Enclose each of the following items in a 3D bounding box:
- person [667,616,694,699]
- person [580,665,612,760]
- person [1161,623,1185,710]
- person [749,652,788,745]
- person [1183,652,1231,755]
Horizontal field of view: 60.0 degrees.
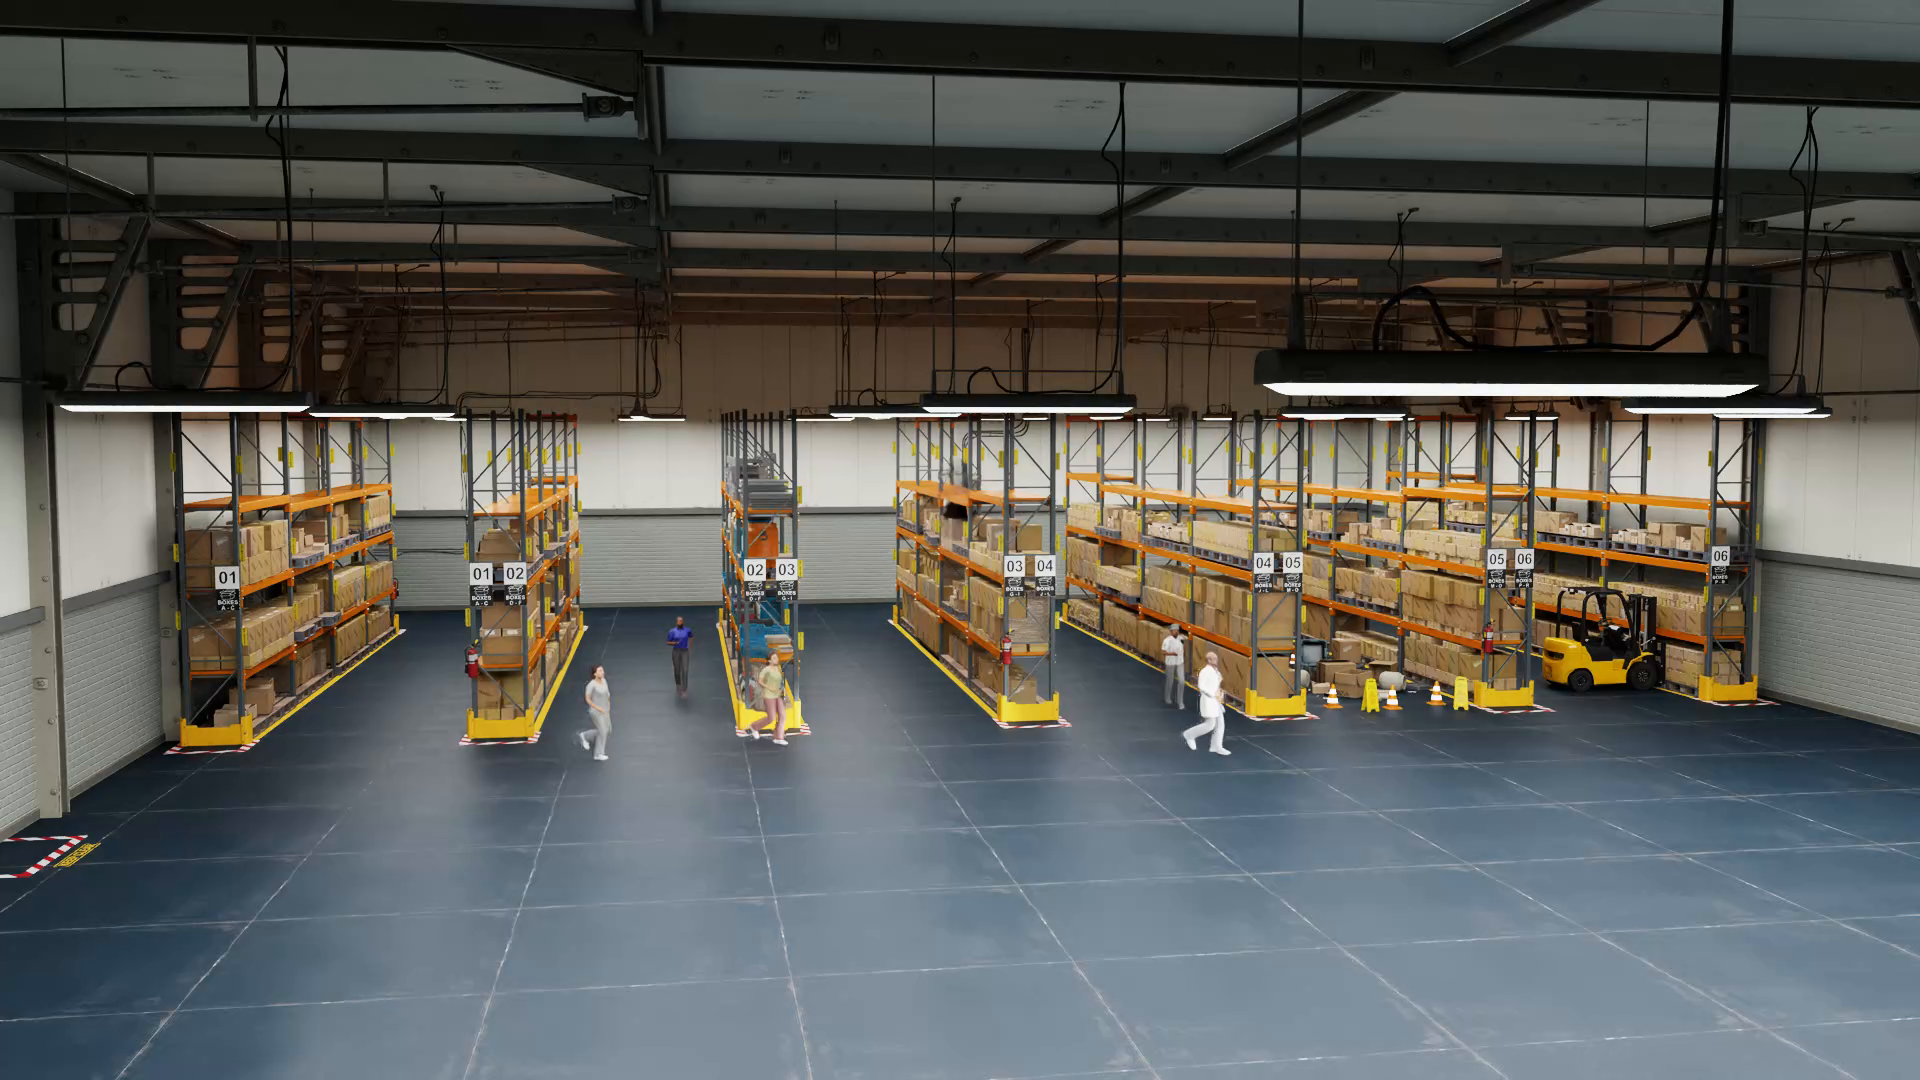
[{"bbox_3d":[-5.881,2.436,34.991,0.570,1.682,0.871,-1,4,-10],"label":"person"},{"bbox_3d":[-6.227,2.930,28.397,0.634,1.641,0.577,2,4,27],"label":"person"},{"bbox_3d":[4.313,2.545,33.539,0.568,1.750,0.743,-1,4,-9],"label":"person"},{"bbox_3d":[-3.417,2.826,29.769,0.771,1.667,0.600,1,4,19],"label":"person"},{"bbox_3d":[4.314,2.829,28.934,0.837,1.773,0.737,2,5,28],"label":"person"}]
